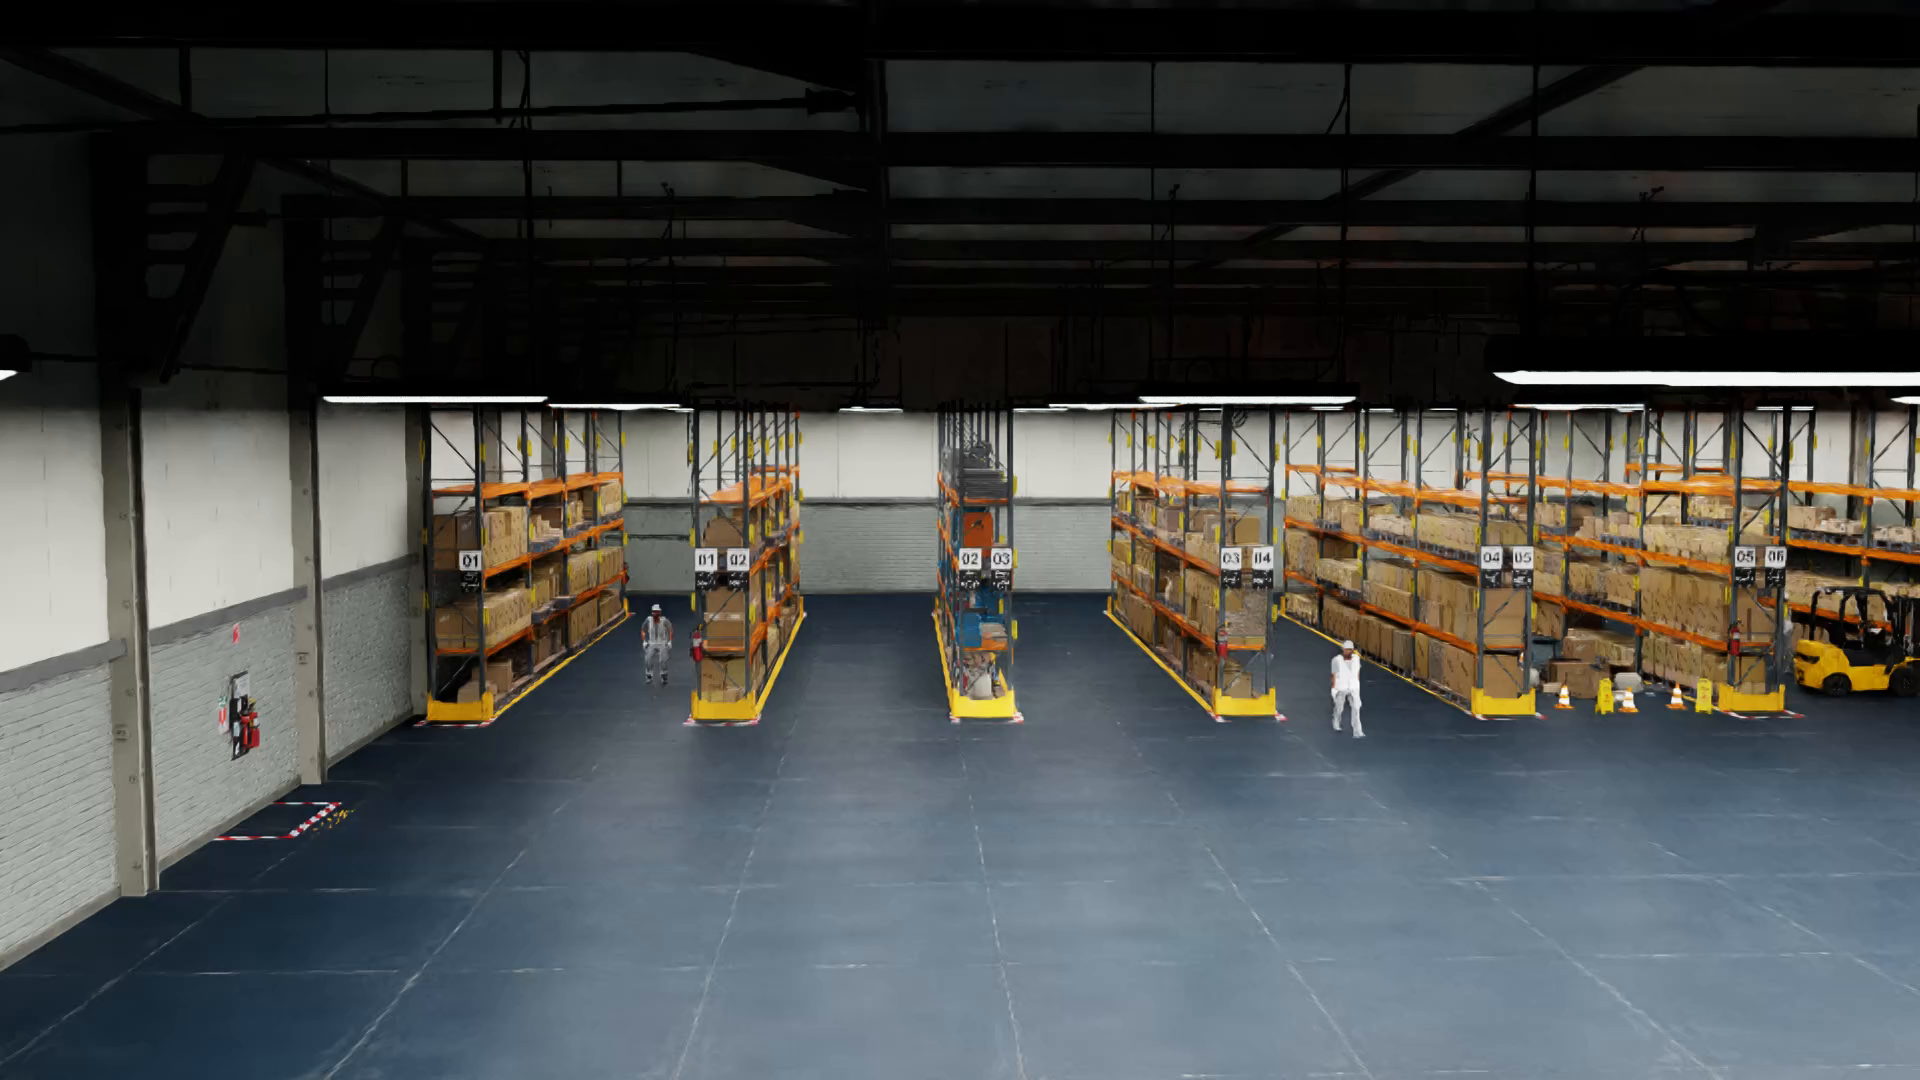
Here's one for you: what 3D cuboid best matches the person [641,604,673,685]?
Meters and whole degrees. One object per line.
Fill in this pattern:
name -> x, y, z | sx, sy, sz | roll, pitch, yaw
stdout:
person -> -6.371, 2.206, 34.975 | 0.677, 1.742, 0.552 | 0, 4, -4

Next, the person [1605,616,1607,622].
person -> 17.615, 1.433, 45.582 | 0.373, 1.714, 0.528 | 1, 4, 14

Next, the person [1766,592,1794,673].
person -> 18.210, 2.026, 36.856 | 0.570, 1.768, 0.626 | 2, 5, 25

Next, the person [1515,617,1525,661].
person -> 12.759, 2.054, 37.939 | 0.551, 1.552, 0.573 | 2, 5, 27

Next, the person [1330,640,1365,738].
person -> 6.861, 2.616, 29.526 | 0.562, 1.704, 1.122 | 0, 4, 1
